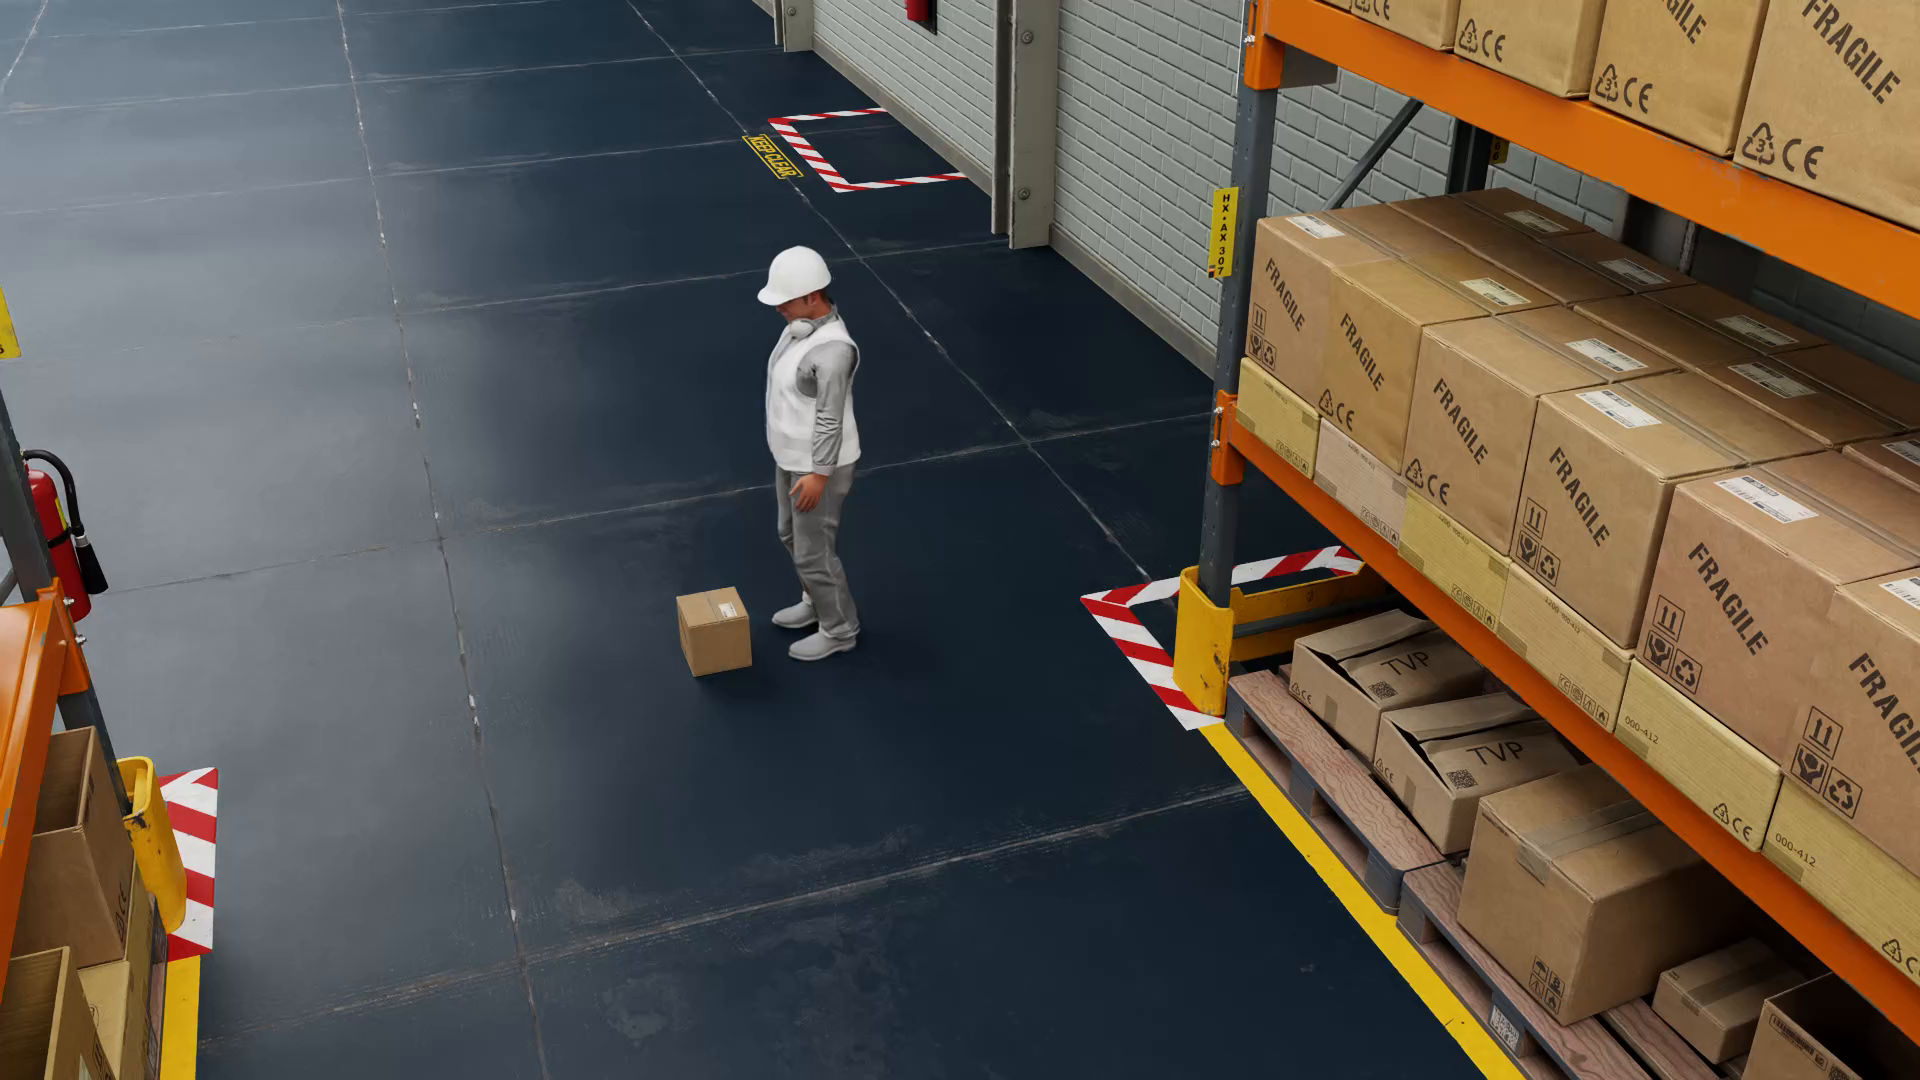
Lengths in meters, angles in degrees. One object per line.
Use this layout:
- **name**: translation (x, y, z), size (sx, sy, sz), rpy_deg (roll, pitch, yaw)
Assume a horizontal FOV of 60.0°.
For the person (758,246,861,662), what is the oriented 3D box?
- **person**: translation (-0.594, -0.341, 6.716), size (0.363, 1.762, 0.535), rpy_deg (-10, 31, -17)
